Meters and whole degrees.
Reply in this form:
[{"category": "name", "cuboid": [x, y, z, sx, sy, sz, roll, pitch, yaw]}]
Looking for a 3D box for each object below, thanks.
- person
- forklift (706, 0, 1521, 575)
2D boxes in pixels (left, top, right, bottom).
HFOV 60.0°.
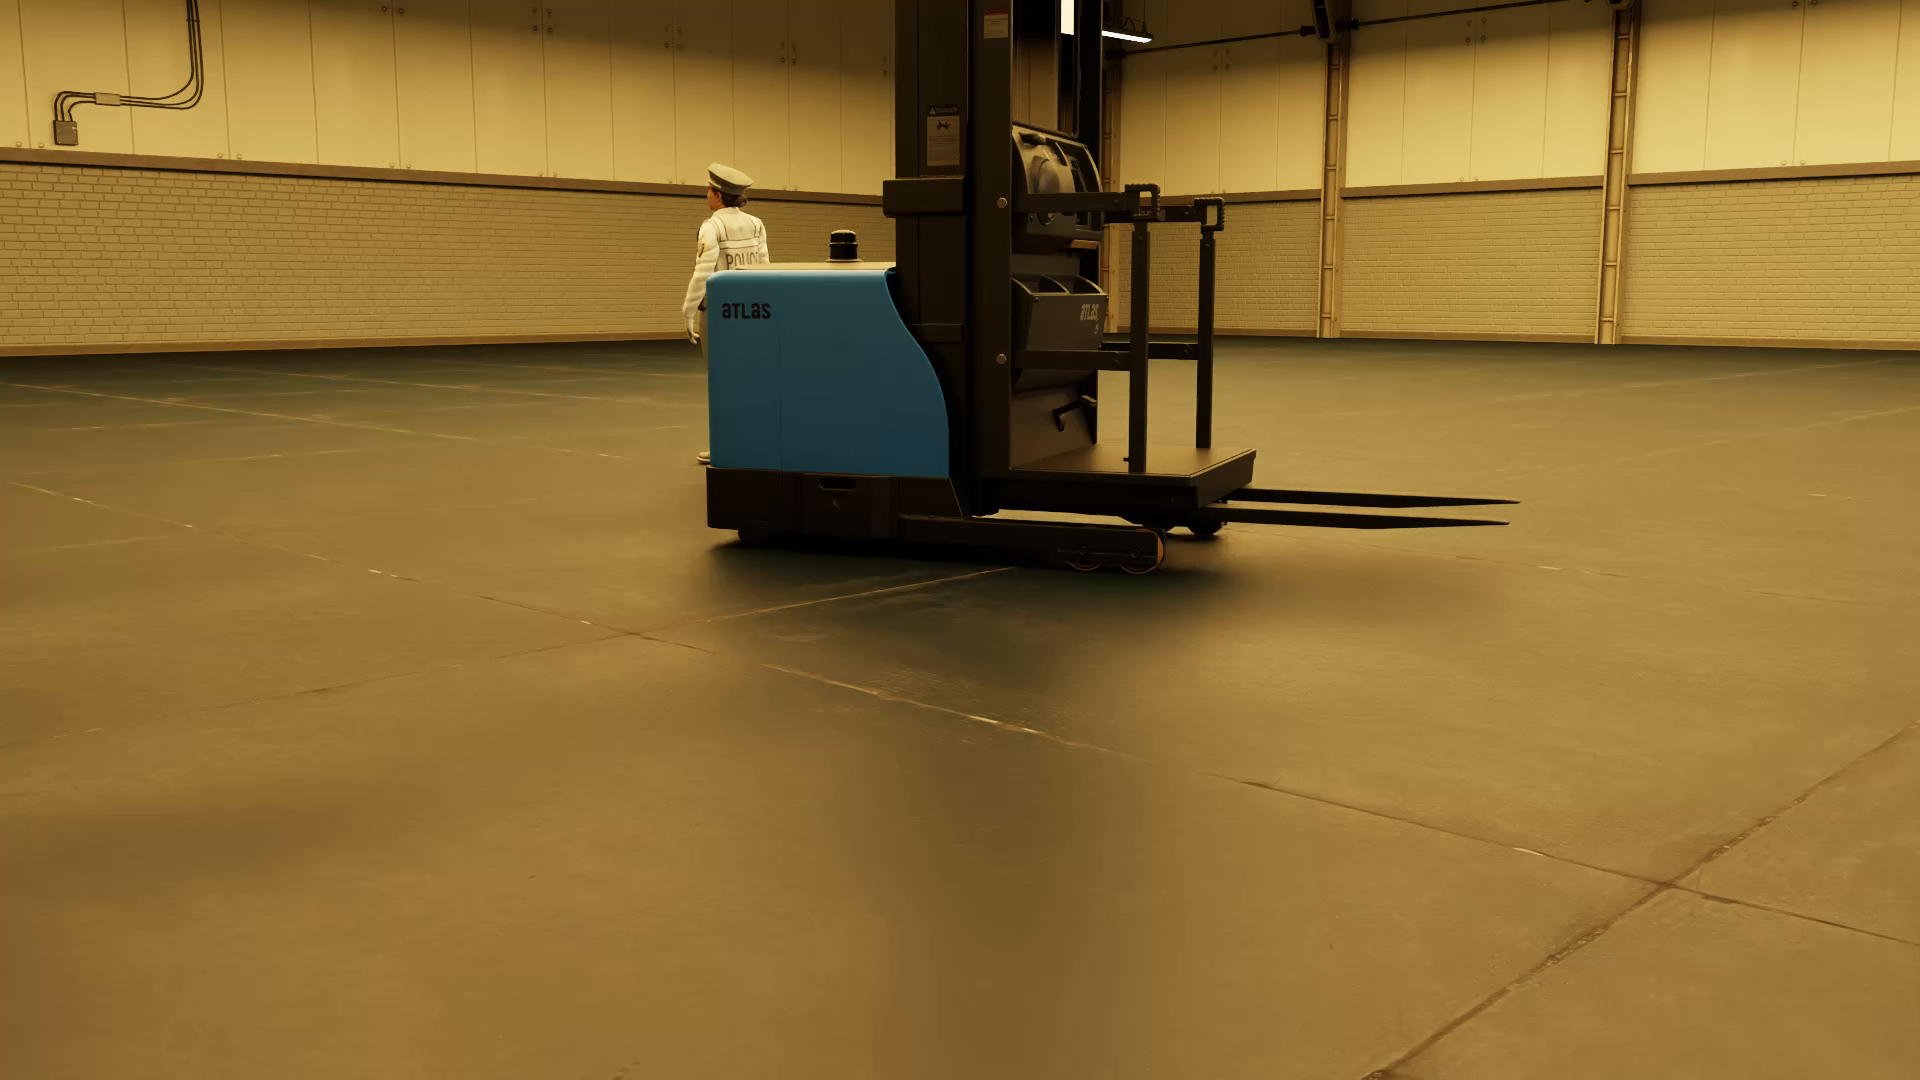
[{"category": "person", "cuboid": [-1.377, -1.287, 9.529, 0.533, 1.696, 0.588, 7, 11, 39]}, {"category": "forklift", "cuboid": [0.565, -1.416, 6.275, 3.031, 2.935, 1.130, 3, 9, 22]}]
